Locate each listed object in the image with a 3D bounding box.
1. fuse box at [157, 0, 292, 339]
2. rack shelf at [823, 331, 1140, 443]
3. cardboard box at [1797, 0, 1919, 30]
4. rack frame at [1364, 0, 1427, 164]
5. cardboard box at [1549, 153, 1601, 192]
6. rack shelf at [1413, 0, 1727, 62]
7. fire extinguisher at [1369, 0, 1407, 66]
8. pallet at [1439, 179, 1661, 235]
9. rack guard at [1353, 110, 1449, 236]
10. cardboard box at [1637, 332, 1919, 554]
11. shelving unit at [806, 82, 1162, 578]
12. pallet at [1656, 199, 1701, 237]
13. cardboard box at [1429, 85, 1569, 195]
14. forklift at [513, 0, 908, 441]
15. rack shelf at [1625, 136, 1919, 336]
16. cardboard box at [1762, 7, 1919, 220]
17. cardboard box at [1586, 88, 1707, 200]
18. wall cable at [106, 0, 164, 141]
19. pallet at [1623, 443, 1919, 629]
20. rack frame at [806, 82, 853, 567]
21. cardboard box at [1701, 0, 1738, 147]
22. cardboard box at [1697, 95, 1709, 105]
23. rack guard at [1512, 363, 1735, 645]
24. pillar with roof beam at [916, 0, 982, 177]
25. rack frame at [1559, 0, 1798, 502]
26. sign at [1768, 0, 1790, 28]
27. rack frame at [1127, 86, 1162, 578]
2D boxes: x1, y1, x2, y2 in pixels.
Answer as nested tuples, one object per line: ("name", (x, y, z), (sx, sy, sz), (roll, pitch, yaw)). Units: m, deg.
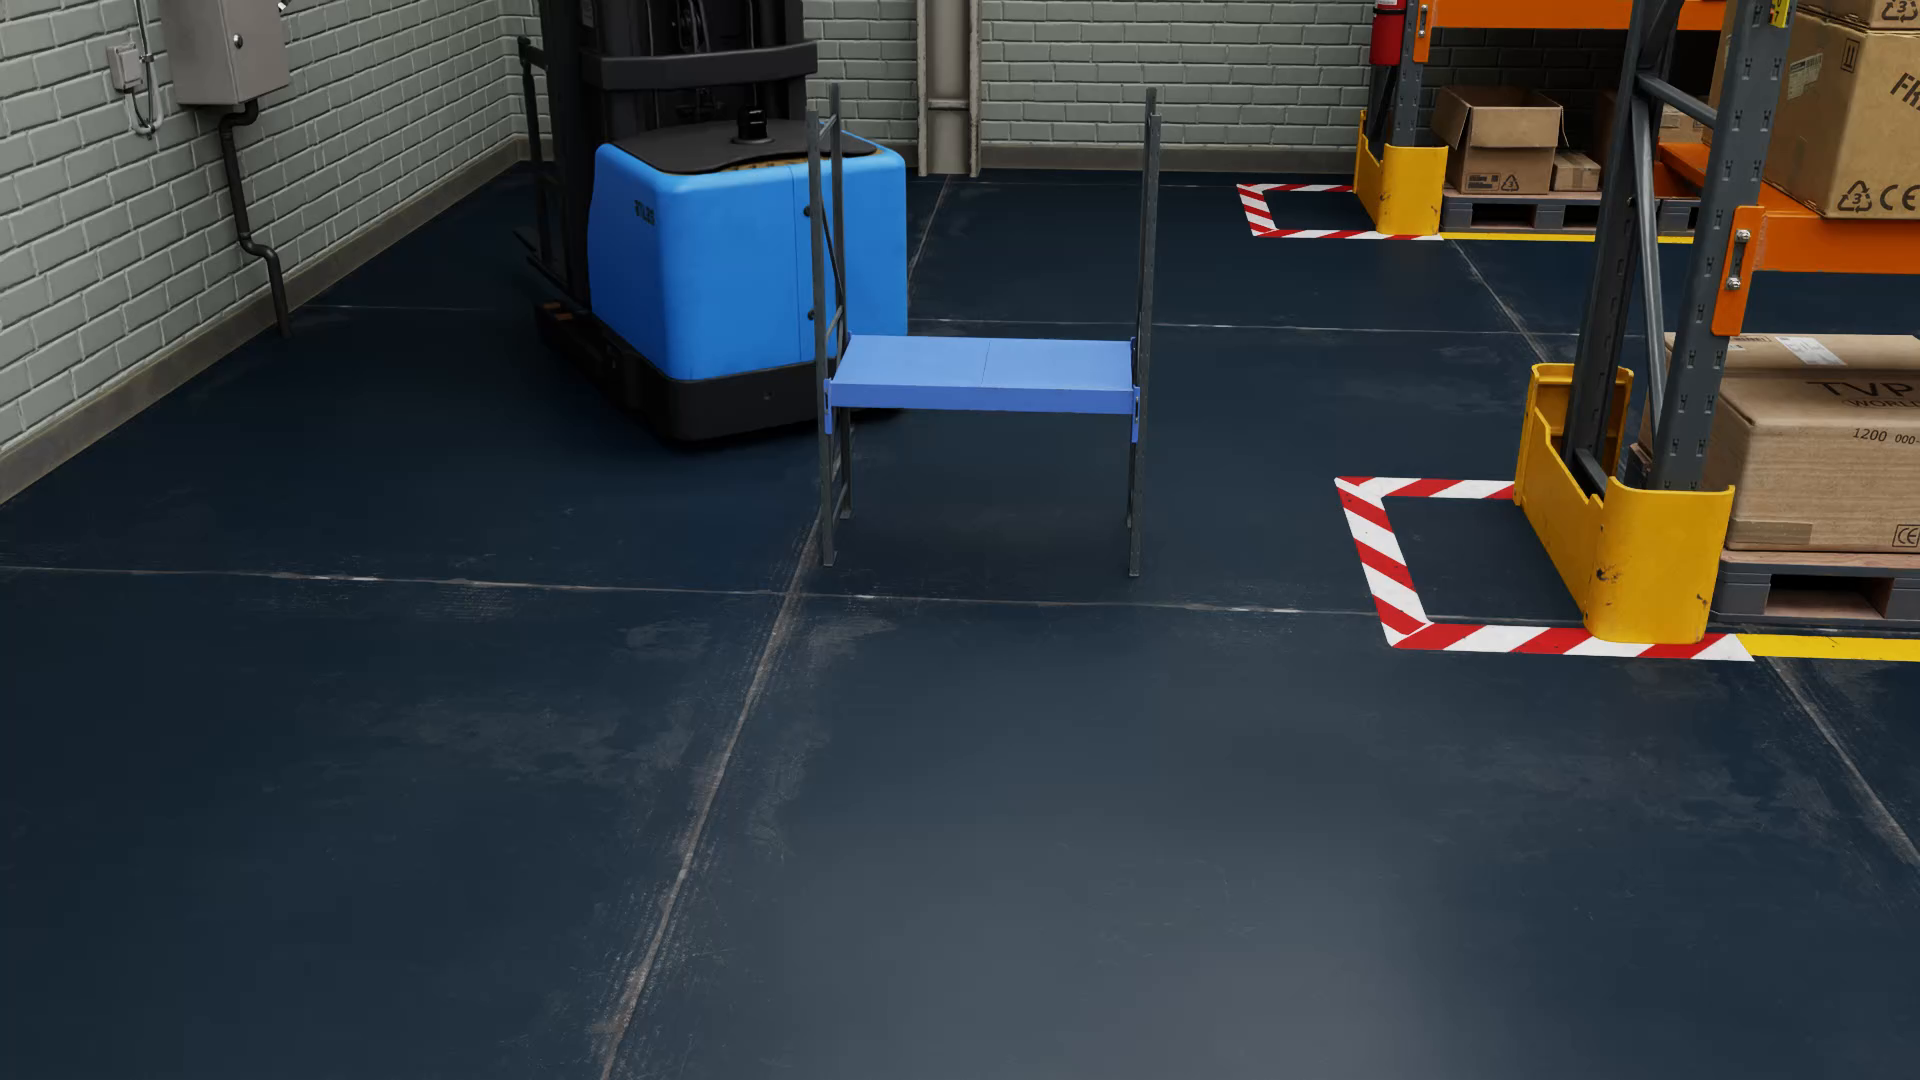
("fuse box", (-3.144, -1.746, 7.497), (0.414, 1.711, 0.539), (2, 25, 4))
("rack shelf", (0.085, -0.515, 5.506), (1.000, 0.185, 0.538), (2, 25, 4))
("cardboard box", (2.631, -1.655, 4.442), (0.500, 0.500, 0.500), (1, 25, 3))
("rack frame", (2.550, -3.358, 9.460), (0.127, 3.000, 1.000), (2, 25, 4))
("cardboard box", (3.574, -2.165, 9.775), (0.250, 0.149, 0.380), (1, 25, 2))
("rack shelf", (4.545, -2.968, 9.471), (4.000, 0.370, 1.077), (2, 25, 4))
("fire extinguisher", (2.368, -2.966, 9.146), (0.183, 0.674, 0.296), (2, 25, 4))
("pallet", (3.421, -2.064, 9.983), (1.213, 0.211, 1.003), (2, 25, 4))
("rack guard", (2.626, -2.220, 9.977), (0.348, 0.500, 1.175), (2, 25, 4))
("cardboard box", (2.840, -0.337, 5.456), (0.875, 0.438, 0.875), (1, 25, 2))
("shelving unit", (0.085, -0.679, 5.431), (1.048, 1.500, 0.538), (2, 25, 4))
("pallet", (4.634, -2.024, 9.896), (1.213, 0.211, 1.003), (2, 25, 4))
("cardboard box", (3.153, -2.356, 9.766), (0.637, 0.503, 0.797), (1, 25, 2))
("forklift", (-1.344, -2.293, 7.227), (1.130, 2.935, 3.031), (-13, 28, -26))
("rack shelf", (4.168, -0.899, 4.975), (4.000, 0.370, 1.077), (2, 25, 4))
("cardboard box", (2.631, -1.200, 4.649), (0.500, 0.500, 0.500), (2, 25, 4))
("cardboard box", (4.002, -2.311, 9.672), (0.500, 0.500, 0.700), (3, 25, 6))
("wall cable", (-3.353, -2.513, 6.408), (0.122, 1.984, 0.588), (2, 25, 4))
("pallet", (2.977, -0.030, 5.562), (1.213, 0.211, 1.003), (2, 25, 4))
("rack frame", (-0.422, -0.695, 5.466), (0.032, 1.500, 0.500), (2, 25, 4))
("cardboard box", (2.675, -1.430, 5.149), (0.500, 0.500, 0.500), (2, 25, 4))
("cardboard box", (4.522, -2.252, 9.544), (0.500, 0.500, 0.500), (2, 25, 5))
("rack guard", (2.150, -0.155, 5.488), (0.348, 0.500, 1.175), (2, 25, 4))
("pillar with roof beam", (-0.398, -4.751, 5.311), (0.400, 9.000, 9.100), (2, 25, 4))
("rack frame", (2.174, -1.289, 4.964), (0.127, 3.000, 1.000), (2, 25, 4))
("sign", (2.126, -1.488, 4.264), (0.005, 0.325, 0.100), (2, 25, 4))
("rack frame", (0.592, -0.662, 5.395), (0.032, 1.500, 0.500), (2, 25, 4))
